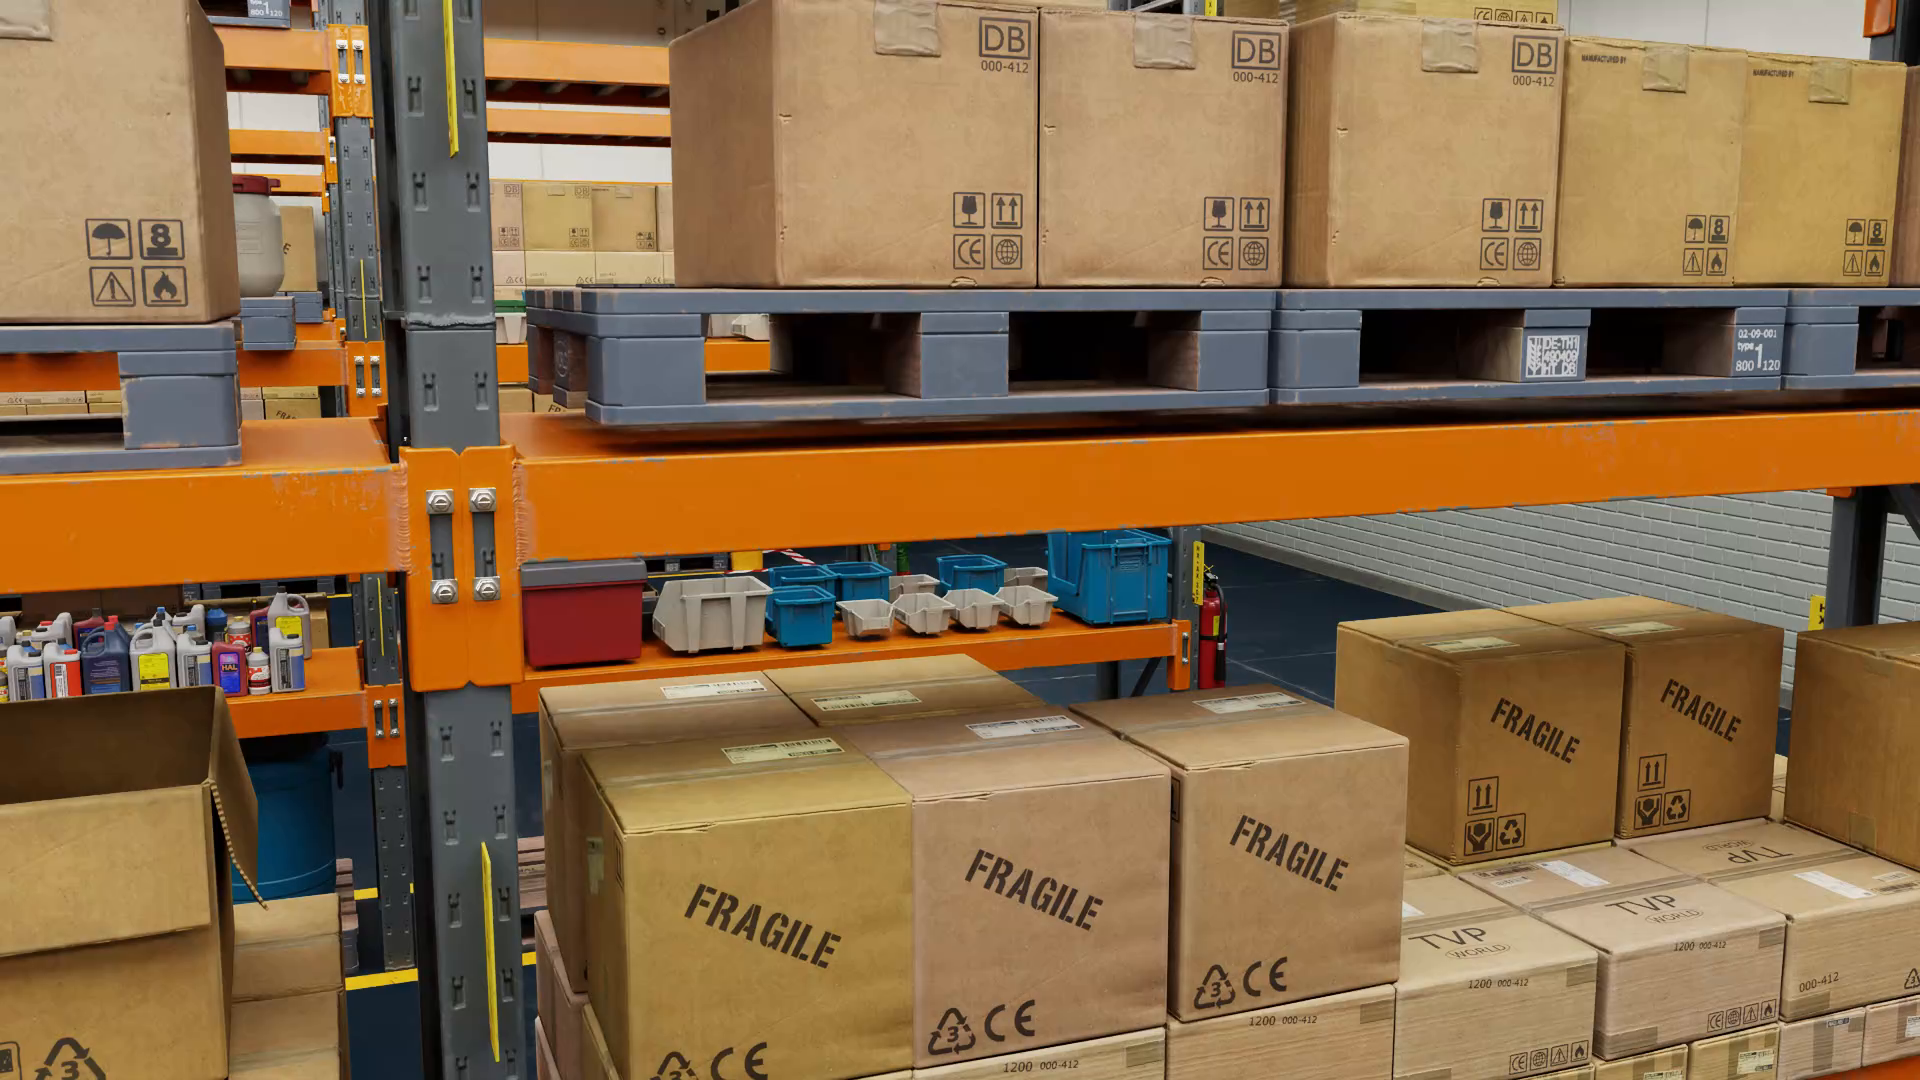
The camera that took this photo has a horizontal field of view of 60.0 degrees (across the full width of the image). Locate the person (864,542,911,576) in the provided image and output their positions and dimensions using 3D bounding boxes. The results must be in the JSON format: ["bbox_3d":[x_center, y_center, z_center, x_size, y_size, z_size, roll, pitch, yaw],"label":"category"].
[{"bbox_3d":[-0.711,-0.226,15.768,0.619,1.779,0.448,-4,10,-24],"label":"person"}]
